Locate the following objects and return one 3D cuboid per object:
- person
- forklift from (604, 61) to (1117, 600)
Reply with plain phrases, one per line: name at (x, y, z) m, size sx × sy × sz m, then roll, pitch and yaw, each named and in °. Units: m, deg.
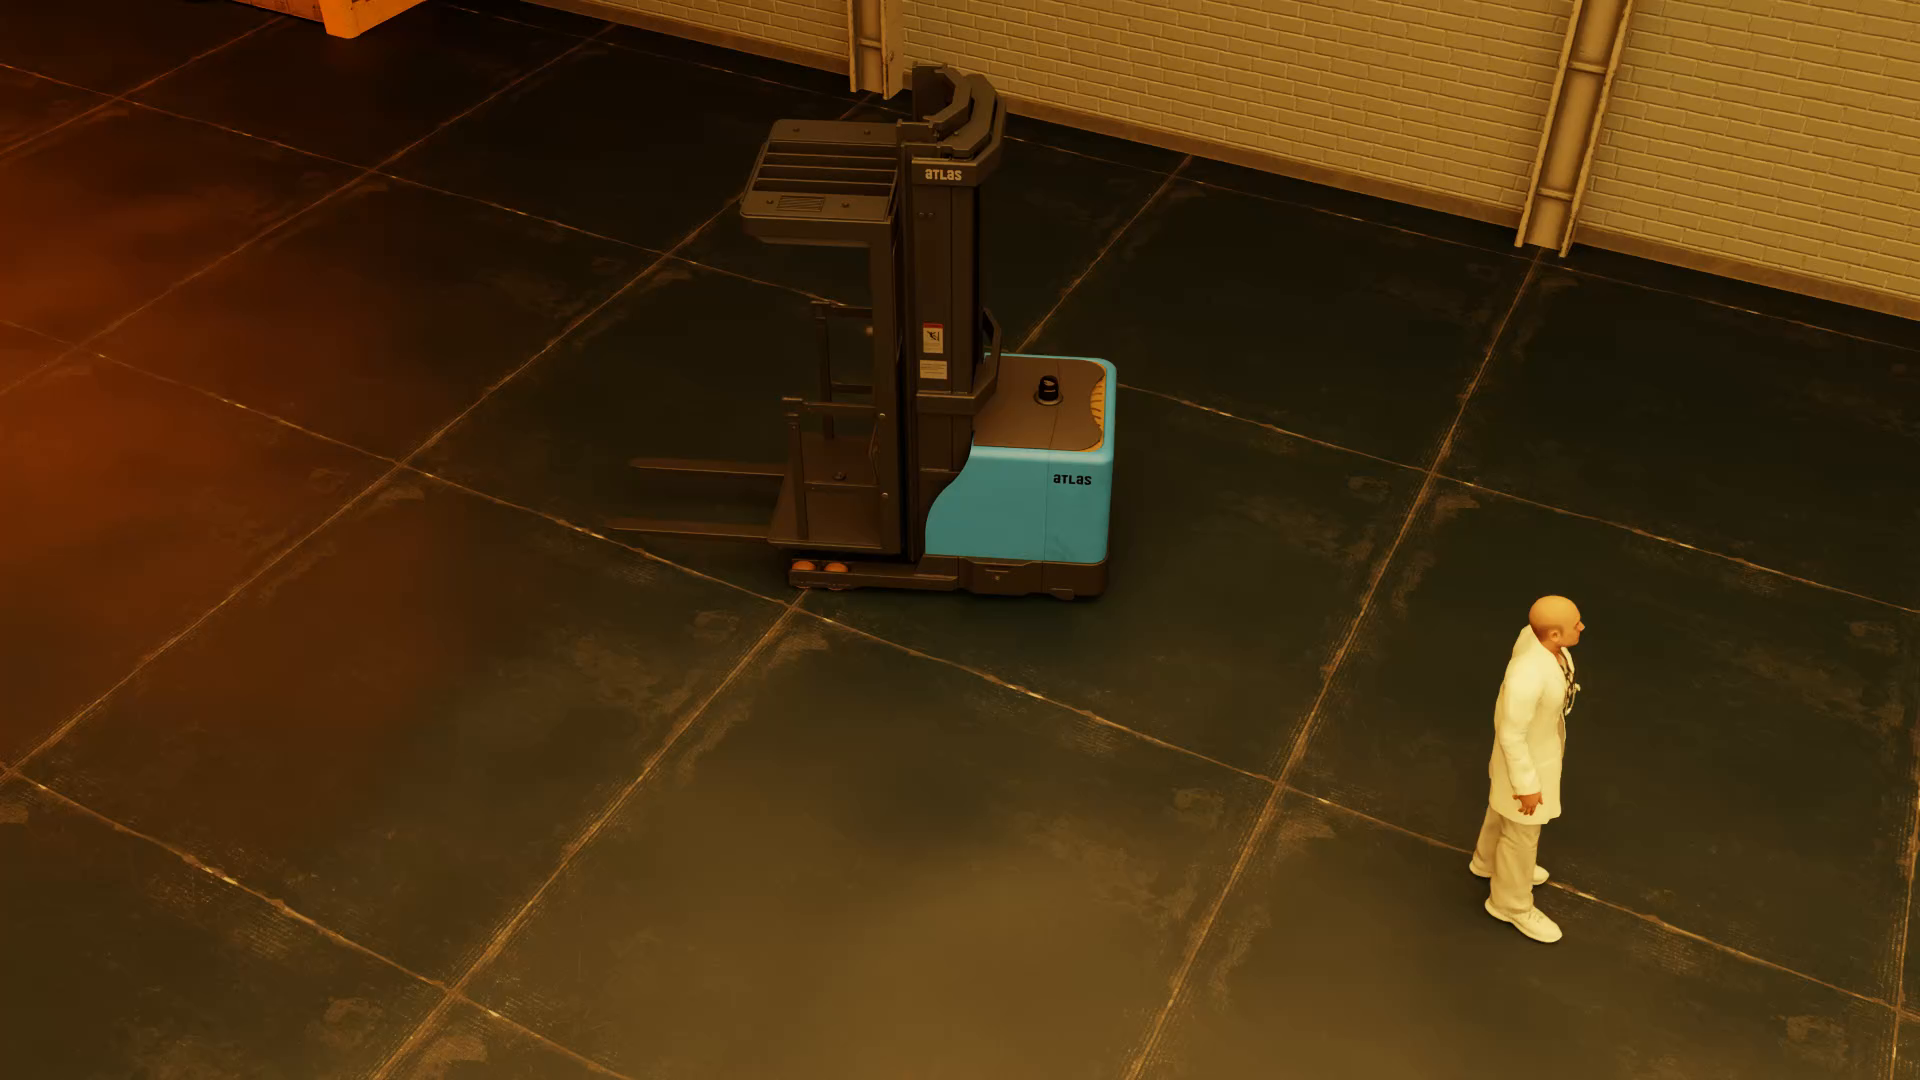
person at (2.716, 1.005, 7.677) m, size 0.582 × 1.776 × 0.695 m, roll 16°, pitch 43°, yaw 18°
forklift at (-0.606, -1.157, 9.360) m, size 3.031 × 2.935 × 1.130 m, roll 3°, pitch 40°, yaw 4°
